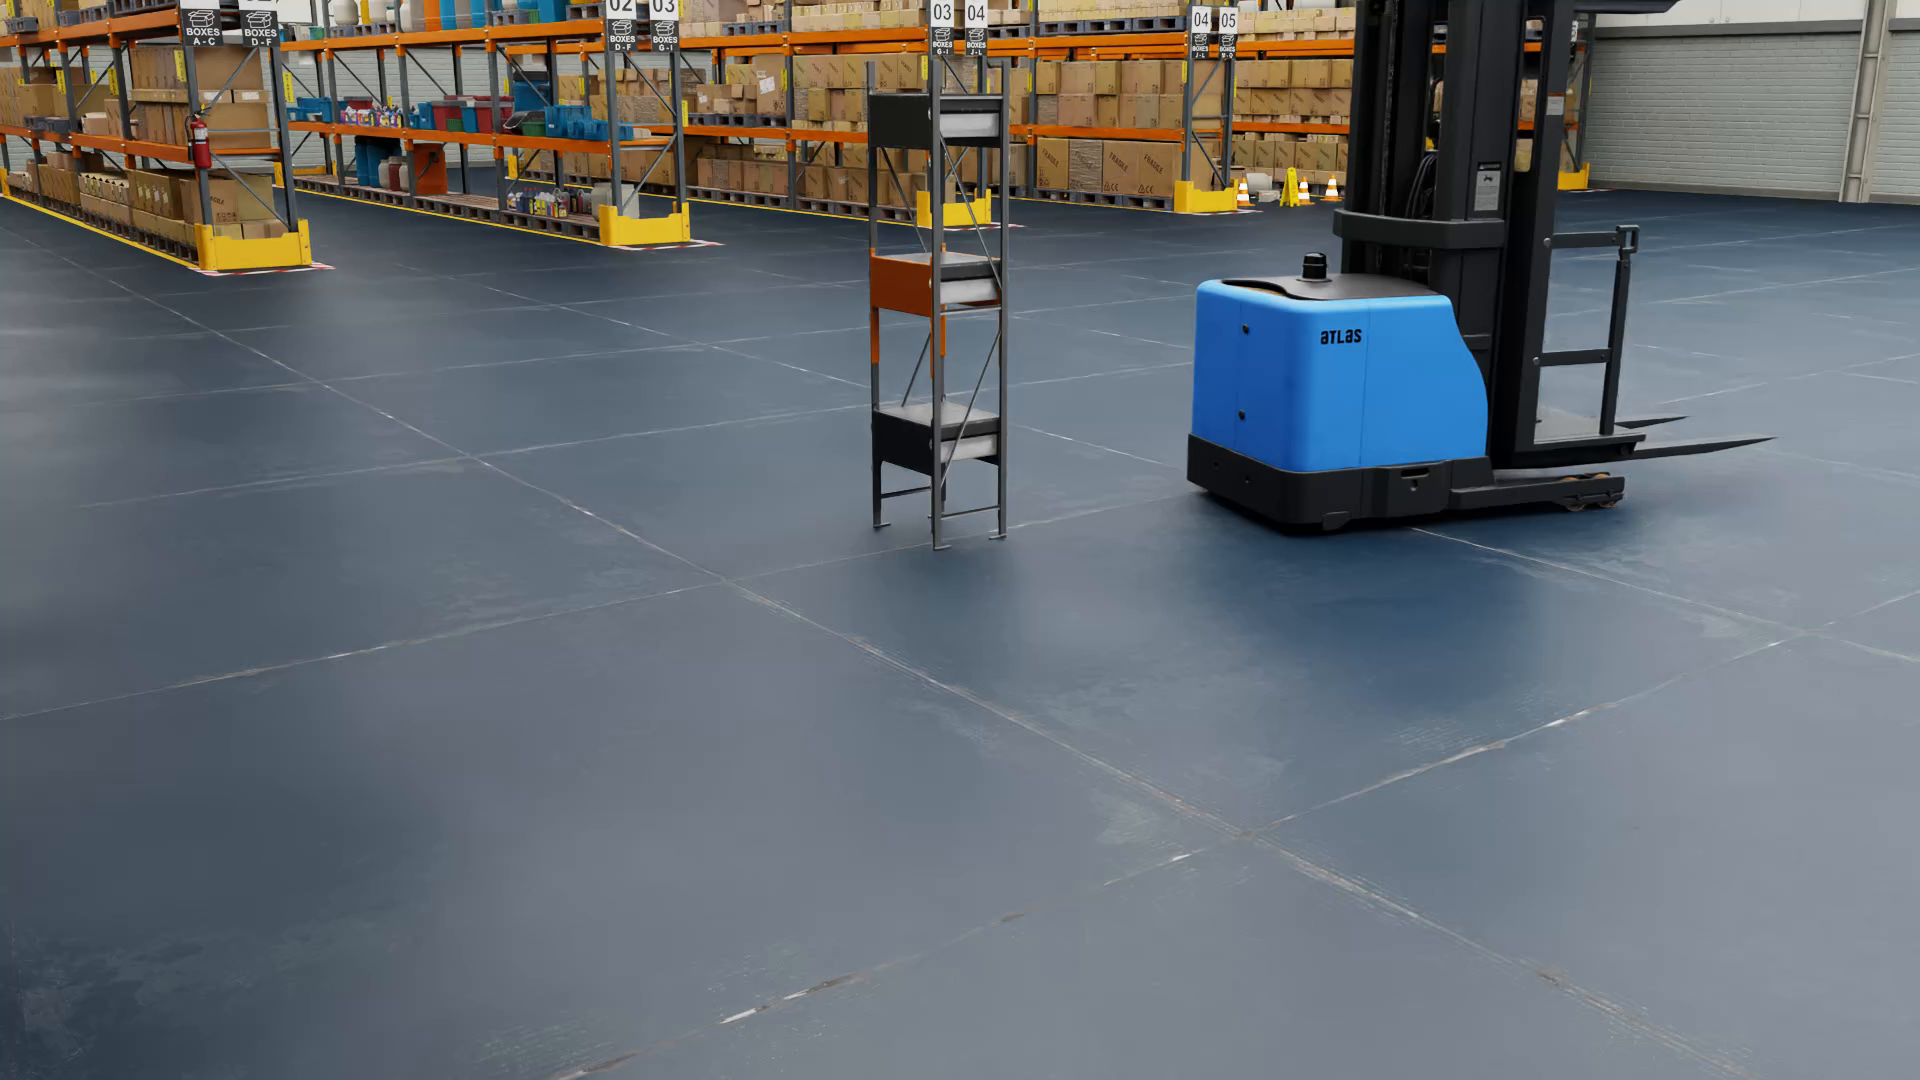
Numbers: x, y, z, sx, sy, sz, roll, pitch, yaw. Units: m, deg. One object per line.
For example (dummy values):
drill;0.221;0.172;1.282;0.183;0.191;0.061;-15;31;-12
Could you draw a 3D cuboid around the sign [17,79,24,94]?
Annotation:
sign;-15.549;-7.477;27.571;0.100;0.325;0.005;-11;19;-35

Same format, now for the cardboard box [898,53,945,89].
cardboard box;-0.567;-6.872;24.357;0.500;0.500;0.500;-11;19;-35

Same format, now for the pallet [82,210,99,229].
pallet;-12.310;-4.764;24.582;1.003;0.211;1.213;-11;19;-35

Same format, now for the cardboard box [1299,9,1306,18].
cardboard box;6.523;-9.785;30.928;0.380;0.149;0.250;-10;18;-33

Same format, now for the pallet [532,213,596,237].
pallet;-5.319;-4.449;23.432;1.003;0.211;1.213;-11;19;-35

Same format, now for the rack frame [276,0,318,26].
rack frame;-13.457;-11.661;33.134;1.000;3.000;0.127;-11;19;-35

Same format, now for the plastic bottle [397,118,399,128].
plastic bottle;-9.390;-7.011;27.885;0.097;0.201;0.097;0;15;0

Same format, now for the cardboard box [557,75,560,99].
cardboard box;-8.784;-9.608;35.298;0.500;0.500;0.500;-11;19;-36

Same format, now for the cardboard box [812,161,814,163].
cardboard box;-3.138;-8.442;37.343;0.380;0.149;0.250;-10;18;-33

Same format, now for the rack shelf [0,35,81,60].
rack shelf;-16.290;-8.672;29.259;1.077;0.370;4.000;-11;19;-35

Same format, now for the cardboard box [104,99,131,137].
cardboard box;-11.763;-5.983;23.565;0.500;0.500;0.500;-12;19;-37

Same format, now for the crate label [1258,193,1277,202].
crate label;5.466;-6.082;29.537;0.298;0.136;0.250;7;17;23

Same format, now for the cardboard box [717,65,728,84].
cardboard box;-5.330;-10.821;38.784;0.500;0.500;0.500;-11;19;-35

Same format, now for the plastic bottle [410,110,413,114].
plastic bottle;-9.697;-7.456;29.230;0.144;0.351;0.185;-11;19;-35

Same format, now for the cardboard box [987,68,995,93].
cardboard box;0.778;-8.575;31.140;0.700;0.500;0.500;-11;19;-34

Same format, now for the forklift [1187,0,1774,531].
forklift;2.720;-1.677;8.150;3.031;2.935;1.130;-6;16;-20

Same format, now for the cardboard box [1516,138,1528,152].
cardboard box;11.157;-7.945;33.443;0.500;0.250;0.500;-10;18;-34

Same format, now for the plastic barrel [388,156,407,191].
plastic barrel;-9.719;-6.441;29.201;0.600;0.588;0.708;-11;19;-35

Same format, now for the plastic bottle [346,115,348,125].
plastic bottle;-11.074;-7.622;30.120;0.097;0.201;0.097;0;15;0

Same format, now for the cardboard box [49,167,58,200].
cardboard box;-14.417;-5.790;26.952;0.500;0.500;0.500;-11;19;-34

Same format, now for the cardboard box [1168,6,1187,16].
cardboard box;3.558;-8.462;26.622;0.380;0.149;0.250;-11;19;-35

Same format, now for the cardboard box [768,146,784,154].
cardboard box;-4.105;-8.792;37.493;0.380;0.149;0.250;-12;19;-37

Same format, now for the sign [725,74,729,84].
sign;-4.314;-8.434;30.666;0.100;0.325;0.005;-11;19;-35

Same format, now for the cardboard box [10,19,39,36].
cardboard box;-15.615;-8.582;27.852;0.500;0.250;0.500;-11;19;-35

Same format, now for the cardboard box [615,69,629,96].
cardboard box;-6.323;-8.930;32.433;0.797;0.503;0.637;-11;19;-34

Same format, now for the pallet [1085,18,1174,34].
pallet;2.862;-8.689;28.127;1.003;0.211;1.213;-11;19;-35

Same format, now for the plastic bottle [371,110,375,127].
plastic bottle;-10.196;-7.335;28.914;0.061;0.283;0.133;-11;19;-35

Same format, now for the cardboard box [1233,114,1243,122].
cardboard box;5.546;-8.273;32.598;0.380;0.149;0.250;-11;19;-35

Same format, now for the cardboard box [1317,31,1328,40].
cardboard box;6.806;-9.294;30.644;0.380;0.149;0.250;-11;19;-36

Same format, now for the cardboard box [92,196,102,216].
cardboard box;-12.085;-4.792;23.817;0.500;0.250;0.500;-11;19;-36

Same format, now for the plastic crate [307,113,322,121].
plastic crate;-12.373;-8.140;32.020;0.293;0.136;0.466;-11;19;-35

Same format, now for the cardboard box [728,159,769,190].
cardboard box;-3.662;-6.458;29.390;0.700;0.500;0.500;-9;18;-30

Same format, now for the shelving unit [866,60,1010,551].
shelving unit;-0.097;-1.048;7.428;0.431;2.100;0.503;-11;19;-35

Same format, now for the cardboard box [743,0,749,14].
cardboard box;-3.675;-9.285;28.999;0.500;0.500;0.500;-10;18;-34

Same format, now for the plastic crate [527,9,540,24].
plastic crate;-5.694;-7.170;22.810;0.336;0.188;0.450;-11;19;-35

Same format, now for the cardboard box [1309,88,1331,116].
cardboard box;6.848;-8.137;30.872;0.500;0.500;0.500;-11;19;-35

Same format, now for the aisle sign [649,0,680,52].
aisle sign;-3.771;-6.635;21.210;0.394;0.787;0.004;-11;19;-35

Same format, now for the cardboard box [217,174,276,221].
cardboard box;-8.490;-4.076;19.779;0.500;0.500;0.500;-11;19;-35

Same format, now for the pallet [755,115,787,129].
pallet;-2.727;-7.067;28.077;1.003;0.211;1.213;-11;19;-35

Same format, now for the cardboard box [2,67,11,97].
cardboard box;-16.516;-8.067;29.287;0.500;0.500;0.500;-11;19;-35

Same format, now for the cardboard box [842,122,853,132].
cardboard box;-1.620;-6.441;25.905;0.380;0.149;0.250;-11;19;-35

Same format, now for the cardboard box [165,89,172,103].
cardboard box;-9.200;-5.272;19.738;0.380;0.149;0.250;-10;18;-33

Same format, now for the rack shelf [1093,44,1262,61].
rack shelf;4.445;-10.039;34.252;1.077;0.370;4.000;-11;19;-35

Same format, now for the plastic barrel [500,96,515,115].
plastic barrel;-6.787;-6.509;25.417;0.433;0.535;0.433;0;15;0

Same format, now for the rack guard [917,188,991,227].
rack guard;-0.088;-4.930;24.641;1.175;0.500;0.348;-11;19;-35

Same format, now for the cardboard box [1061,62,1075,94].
cardboard box;2.283;-8.131;29.274;0.875;0.550;0.550;-11;19;-35

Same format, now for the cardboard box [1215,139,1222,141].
cardboard box;6.363;-9.693;40.020;0.380;0.149;0.250;-10;18;-33

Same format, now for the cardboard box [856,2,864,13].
cardboard box;-1.342;-8.042;25.122;0.380;0.149;0.250;-12;19;-37

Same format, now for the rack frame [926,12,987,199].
rack frame;-0.043;-6.119;24.252;1.000;3.000;0.127;-11;19;-35

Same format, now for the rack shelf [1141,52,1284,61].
rack shelf;6.106;-11.664;40.191;1.077;0.370;4.000;-11;19;-35

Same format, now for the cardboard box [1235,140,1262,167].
cardboard box;5.749;-7.582;32.588;0.500;0.500;0.500;-10;18;-32

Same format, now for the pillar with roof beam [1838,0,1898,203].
pillar with roof beam;12.351;-9.662;25.830;9.100;9.000;0.400;-11;19;-35

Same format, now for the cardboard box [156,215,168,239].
cardboard box;-9.505;-3.846;20.359;0.500;0.250;0.500;-11;19;-35
